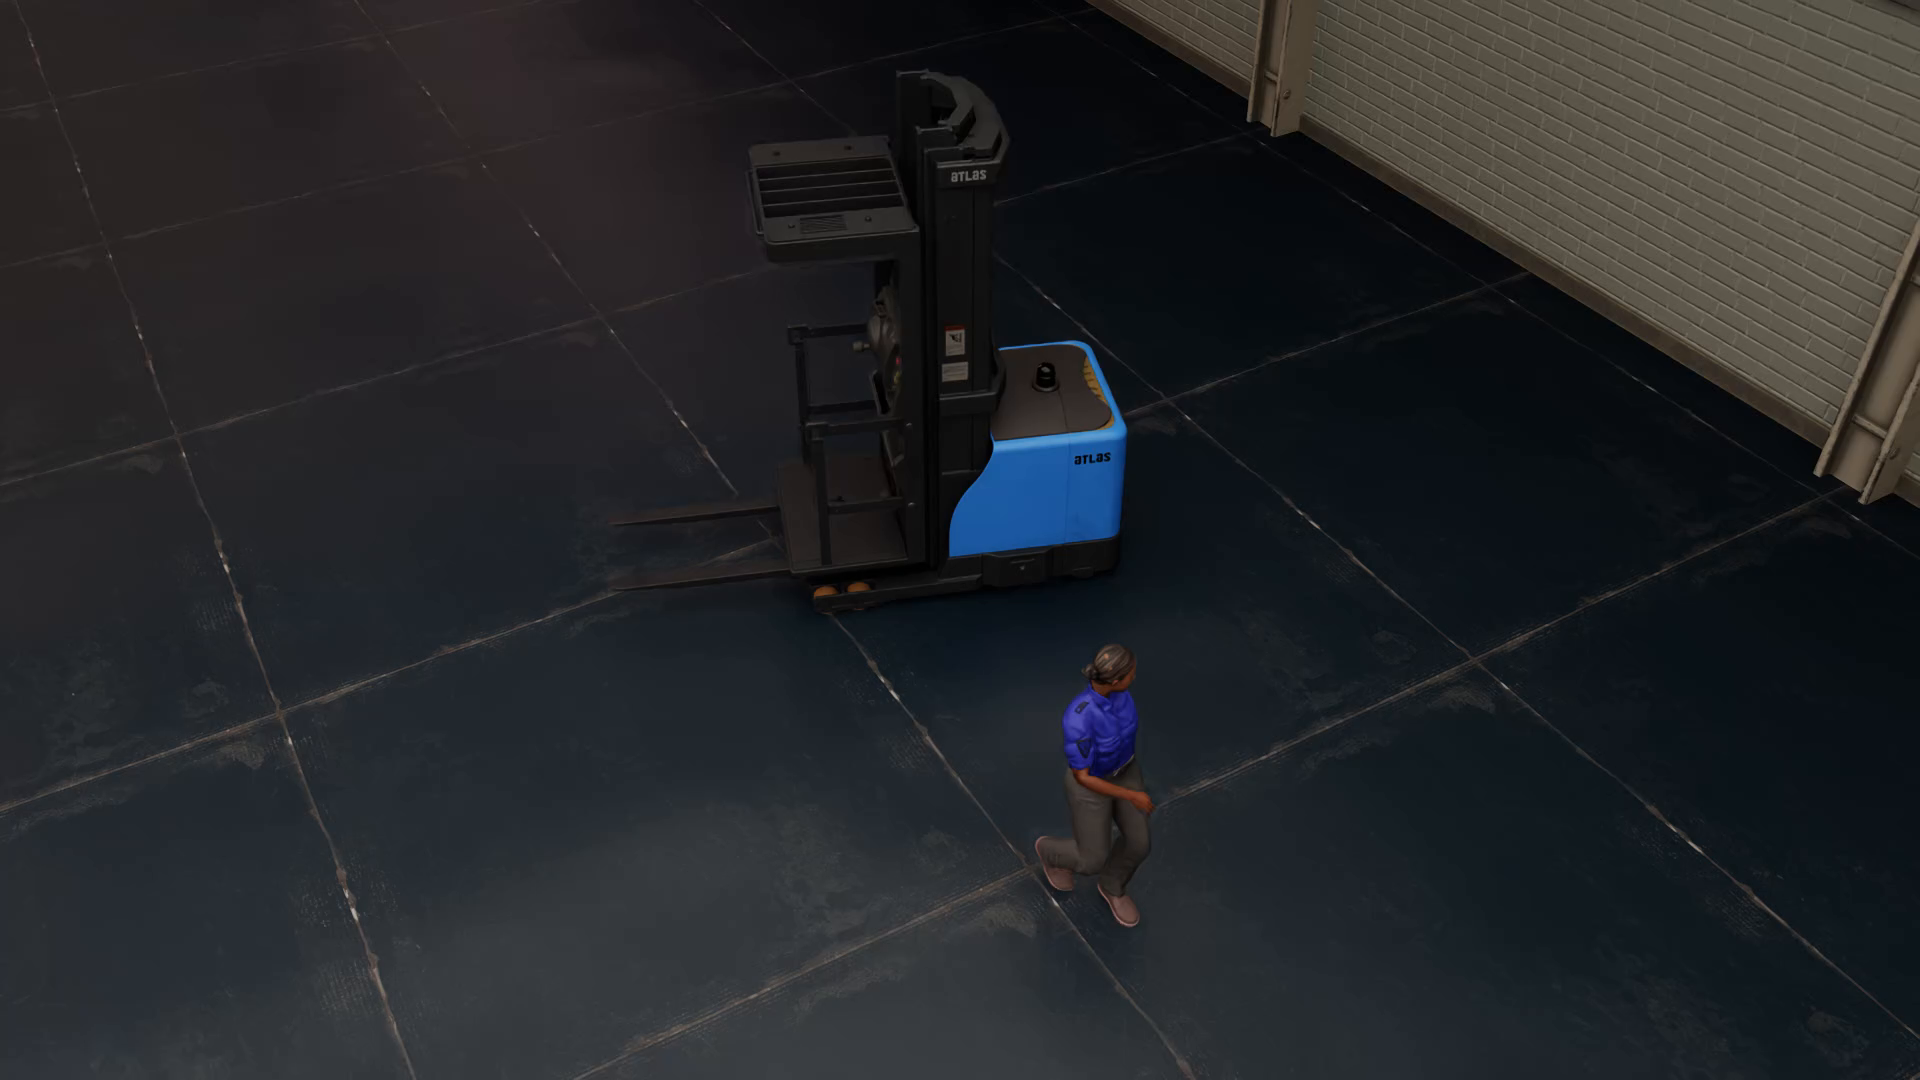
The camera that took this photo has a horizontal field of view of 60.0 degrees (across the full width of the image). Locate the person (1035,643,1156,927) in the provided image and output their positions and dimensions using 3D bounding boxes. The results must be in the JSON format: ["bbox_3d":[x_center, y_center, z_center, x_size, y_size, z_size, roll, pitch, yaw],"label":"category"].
[{"bbox_3d":[0.700,1.113,7.747,0.576,1.603,0.603,-27,46,-28],"label":"person"}]

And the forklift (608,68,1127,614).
[{"bbox_3d":[-0.600,-1.057,9.311,3.031,2.935,1.130,-7,40,-8],"label":"forklift"}]
